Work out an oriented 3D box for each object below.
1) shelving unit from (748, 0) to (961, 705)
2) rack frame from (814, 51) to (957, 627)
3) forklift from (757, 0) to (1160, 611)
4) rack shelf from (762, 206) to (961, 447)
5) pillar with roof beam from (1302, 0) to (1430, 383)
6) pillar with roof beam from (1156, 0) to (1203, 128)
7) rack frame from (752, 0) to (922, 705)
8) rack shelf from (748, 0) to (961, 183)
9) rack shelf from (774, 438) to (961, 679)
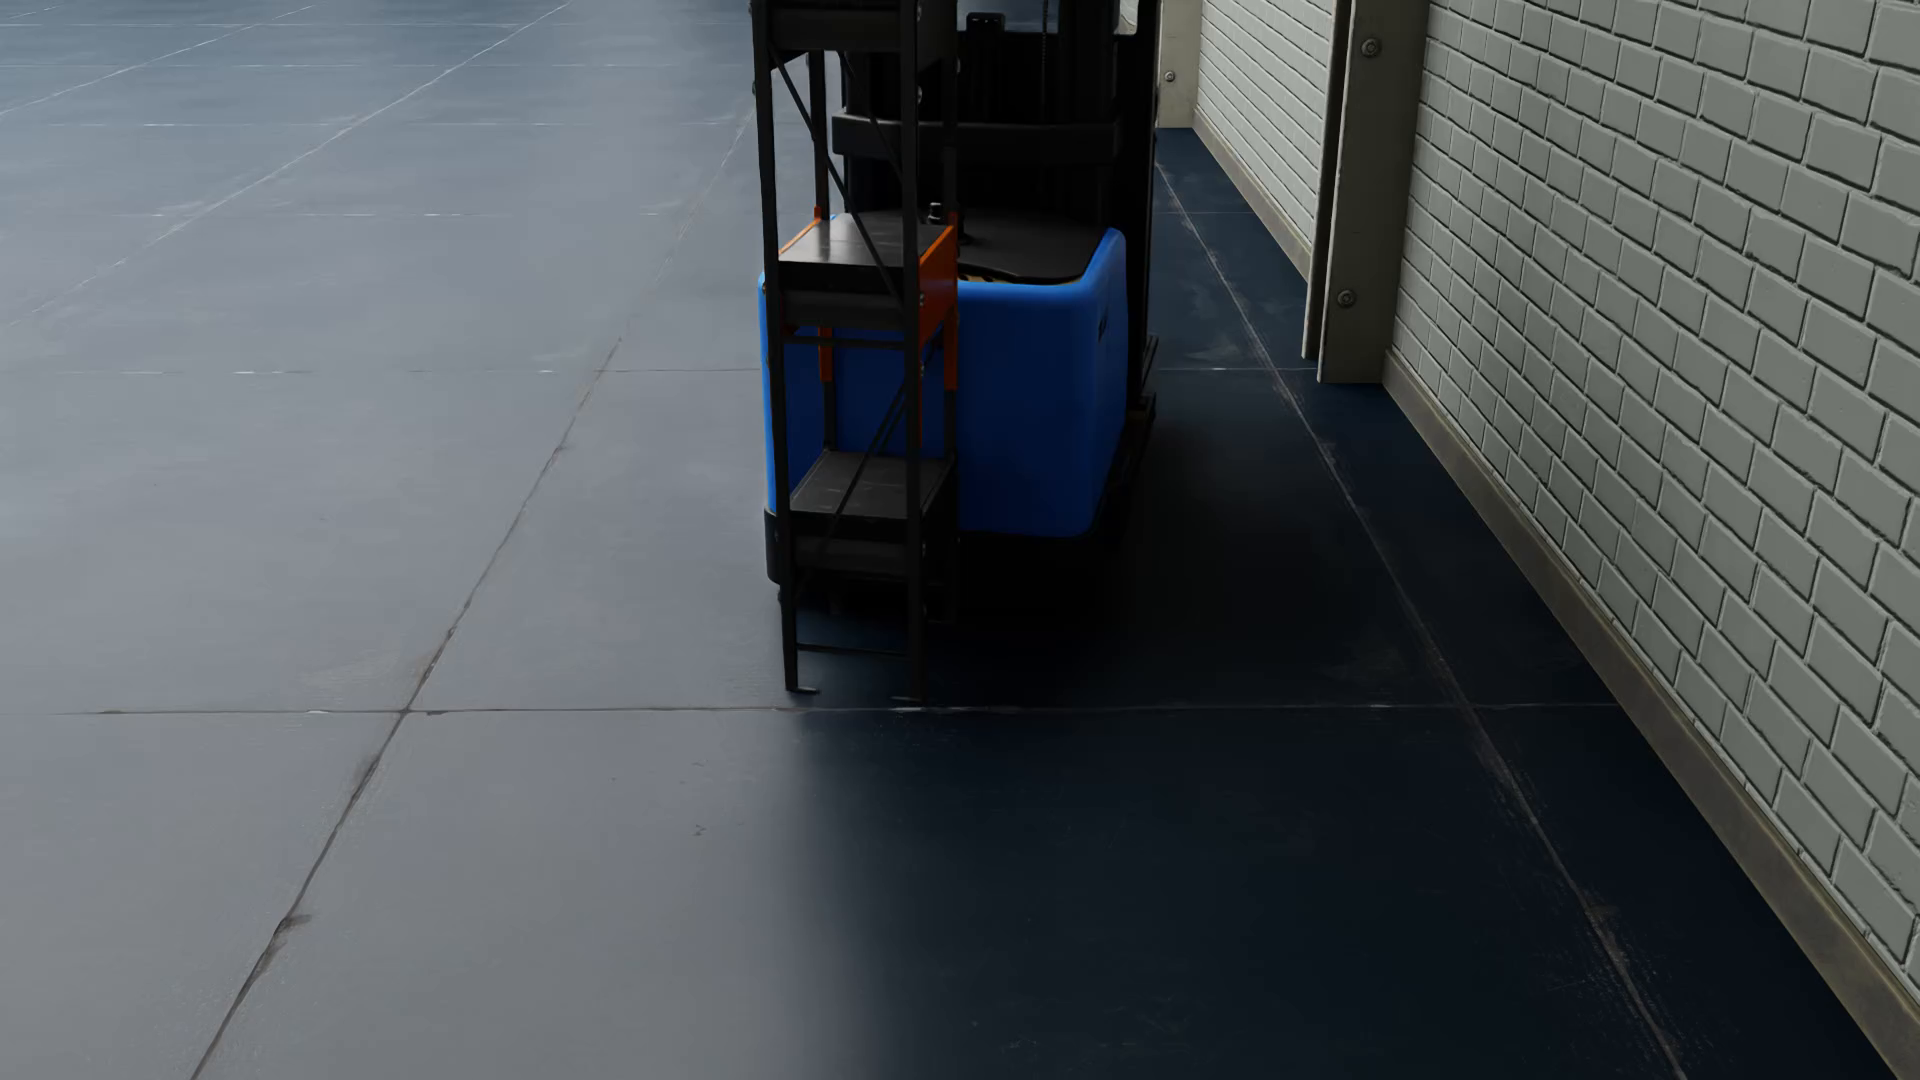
[{"bbox_3d":[-0.256,-0.607,4.544,0.431,2.100,0.503,5,25,10],"label":"shelving unit"},{"bbox_3d":[-0.208,-0.705,4.762,0.400,2.100,0.015,5,25,10],"label":"rack frame"},{"bbox_3d":[0.178,-1.698,5.947,1.130,2.935,3.031,5,25,10],"label":"forklift"},{"bbox_3d":[-0.256,-0.594,4.549,0.431,0.518,0.480,5,25,10],"label":"rack shelf"},{"bbox_3d":[-2.582,-4.849,5.552,9.100,9.000,0.400,0,24,-1],"label":"pillar with roof beam"},{"bbox_3d":[-2.648,-7.322,11.019,9.100,9.000,0.400,0,24,-1],"label":"pillar with roof beam"},{"bbox_3d":[-0.304,-0.508,4.326,0.400,2.100,0.015,5,25,10],"label":"rack frame"},{"bbox_3d":[-0.256,-1.232,4.261,0.431,0.518,0.480,5,25,10],"label":"rack shelf"},{"bbox_3d":[-0.256,0.043,4.838,0.431,0.518,0.480,5,25,10],"label":"rack shelf"}]
